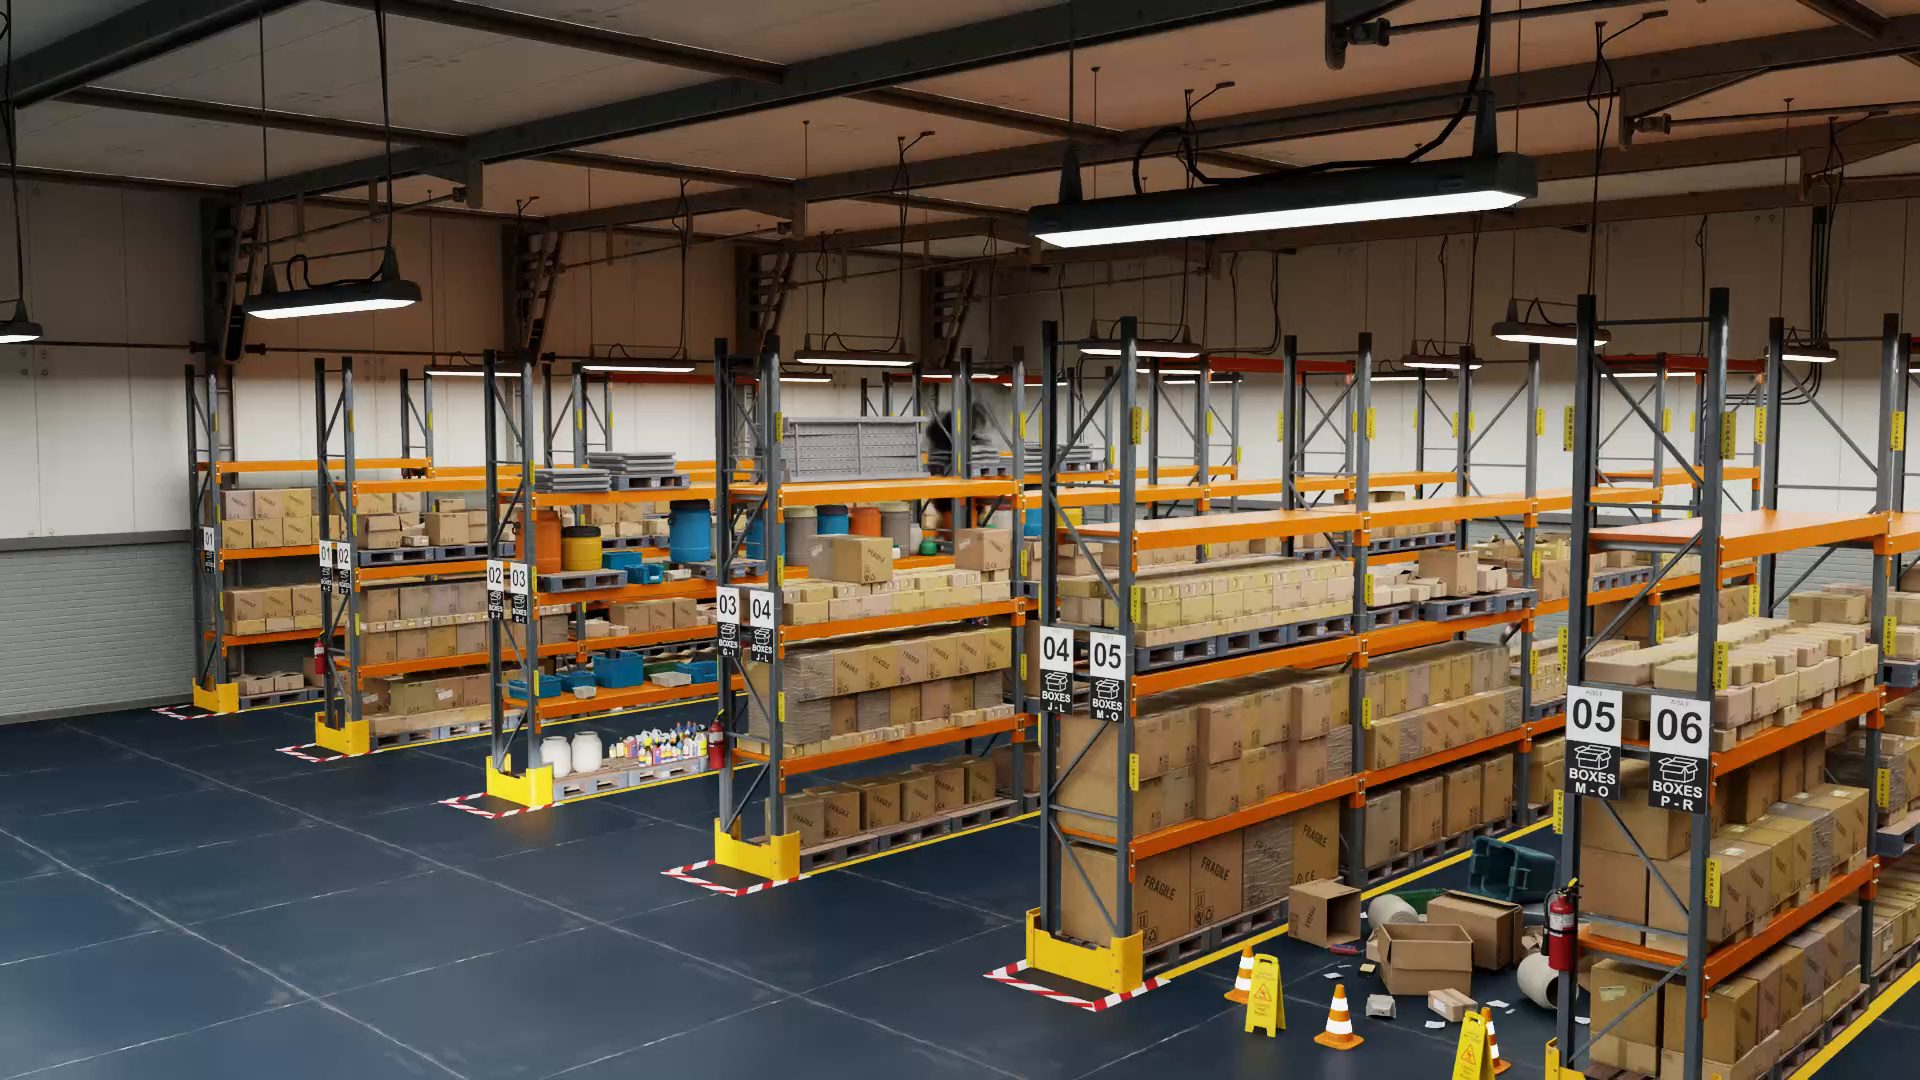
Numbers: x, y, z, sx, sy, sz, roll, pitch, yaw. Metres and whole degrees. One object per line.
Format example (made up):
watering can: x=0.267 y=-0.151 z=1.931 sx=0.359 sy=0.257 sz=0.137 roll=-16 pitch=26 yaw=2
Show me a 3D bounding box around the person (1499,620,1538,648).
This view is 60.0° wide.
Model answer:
person: x=9.655 y=2.091 z=28.757 sx=0.674 sy=1.749 sz=0.952 roll=2 pitch=5 yaw=23
